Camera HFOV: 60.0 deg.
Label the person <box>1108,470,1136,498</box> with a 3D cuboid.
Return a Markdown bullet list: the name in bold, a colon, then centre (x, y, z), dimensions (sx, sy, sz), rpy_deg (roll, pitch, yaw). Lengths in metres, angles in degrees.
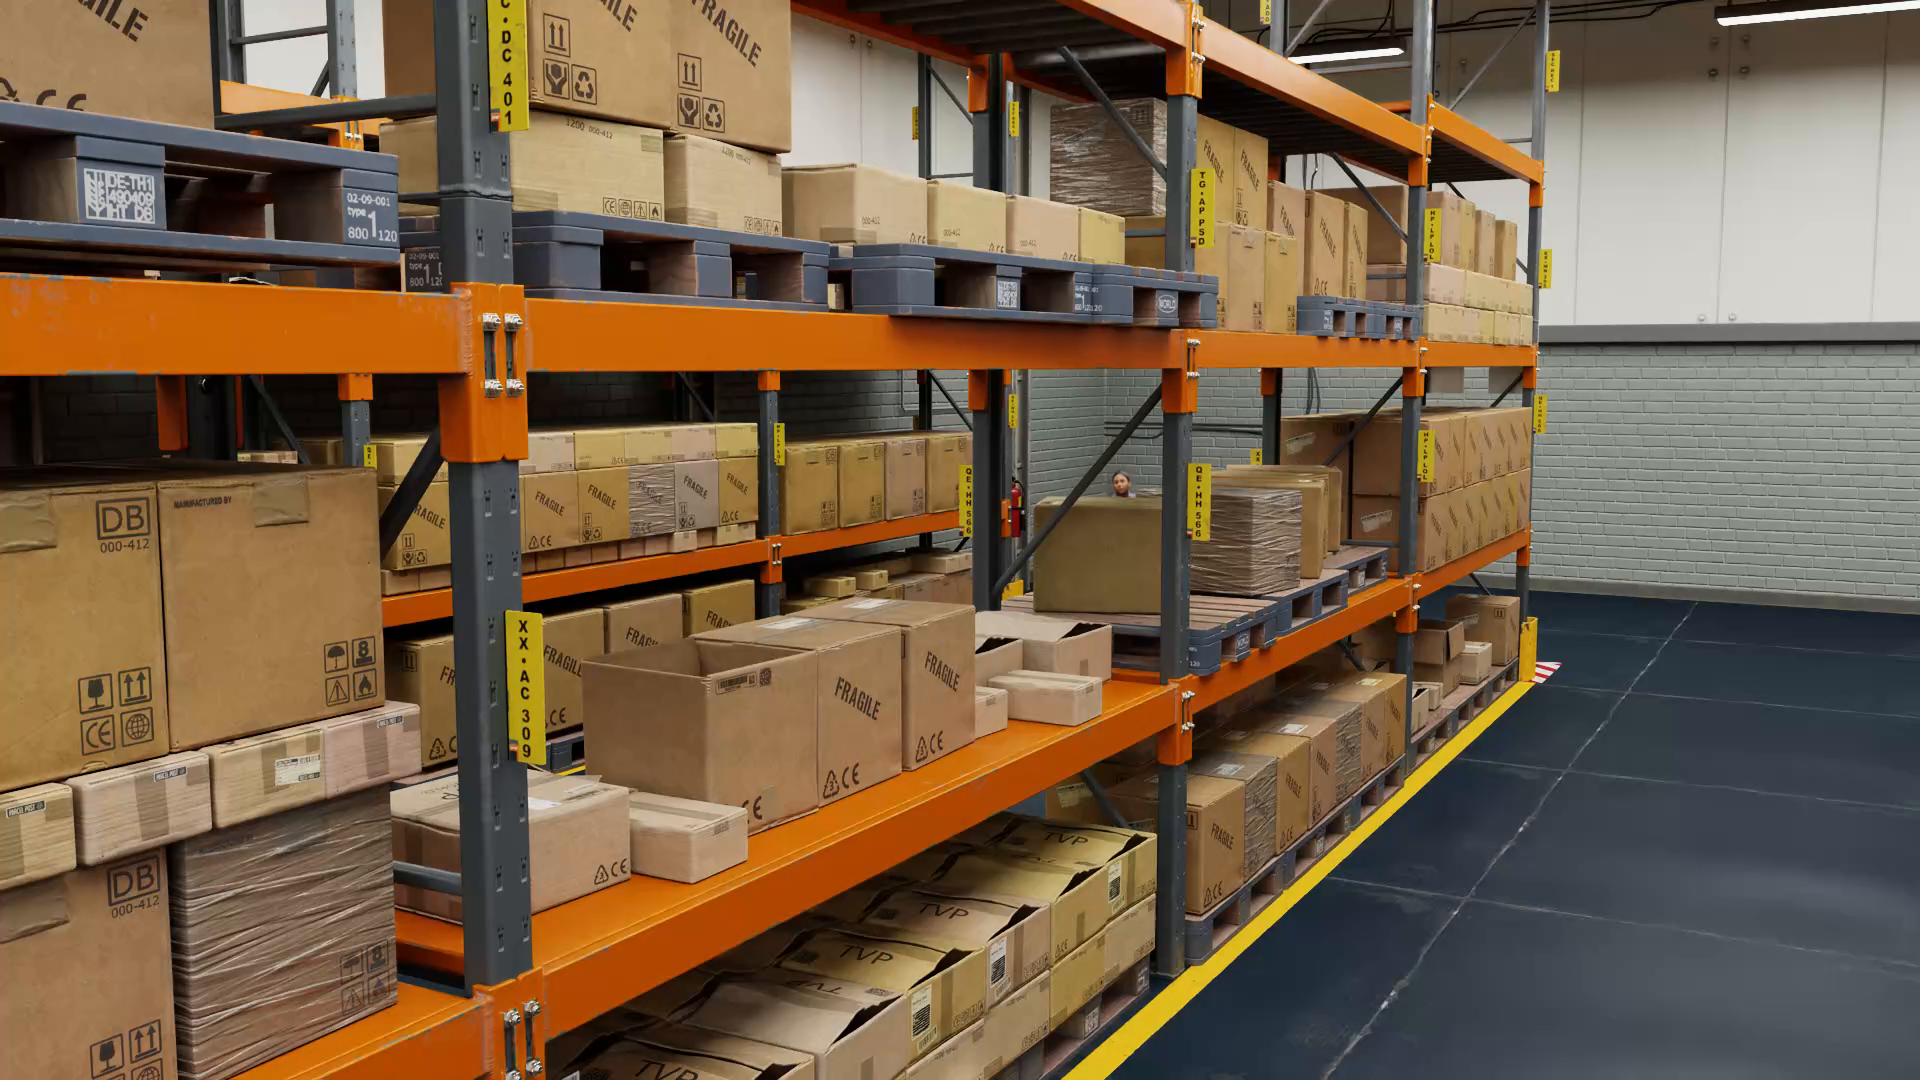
- **person**: centre (1.637, 0.157, 16.028), dimensions (0.722, 1.636, 0.784), rpy_deg (0, 6, 4)
